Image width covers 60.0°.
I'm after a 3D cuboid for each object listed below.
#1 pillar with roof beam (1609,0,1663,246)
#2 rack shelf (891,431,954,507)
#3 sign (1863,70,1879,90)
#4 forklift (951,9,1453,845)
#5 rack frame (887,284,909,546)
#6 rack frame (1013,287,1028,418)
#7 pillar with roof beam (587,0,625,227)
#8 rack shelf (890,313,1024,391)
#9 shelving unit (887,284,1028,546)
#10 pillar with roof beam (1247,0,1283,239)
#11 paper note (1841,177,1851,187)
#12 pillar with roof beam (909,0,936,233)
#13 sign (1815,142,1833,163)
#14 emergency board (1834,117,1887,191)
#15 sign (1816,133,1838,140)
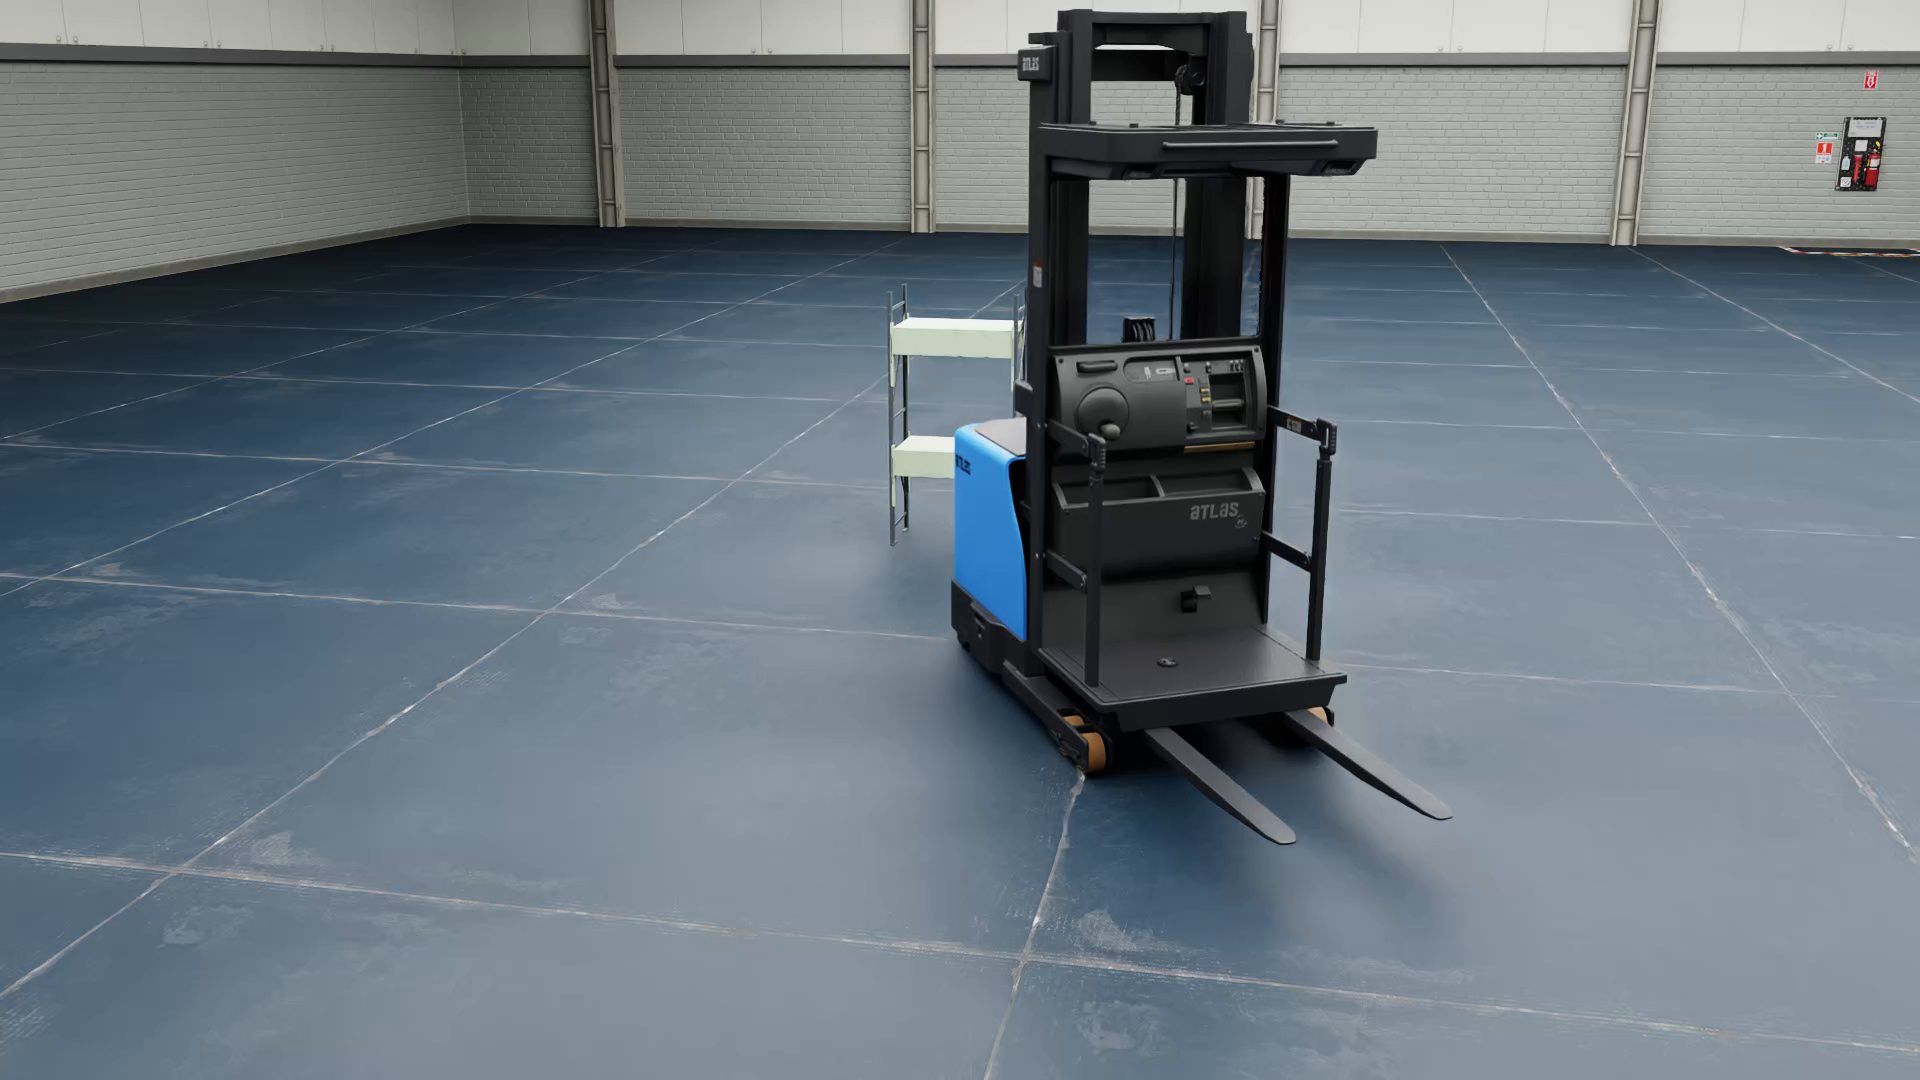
[{"bbox_3d":[10.241,-8.162,22.599,0.400,9.000,9.100,3,16,11],"label":"pillar with roof beam"},{"bbox_3d":[-0.007,-0.409,9.880,0.720,0.370,0.431,3,16,11],"label":"rack shelf"},{"bbox_3d":[14.577,-7.362,26.610,0.199,0.298,0.001,3,16,11],"label":"sign"},{"bbox_3d":[0.904,-0.601,6.671,1.130,2.935,3.031,-5,16,-18],"label":"forklift"},{"bbox_3d":[-0.365,-0.743,9.863,0.023,1.500,0.400,3,16,11],"label":"rack frame"},{"bbox_3d":[0.352,-0.704,9.723,0.023,1.500,0.400,3,16,11],"label":"rack frame"},{"bbox_3d":[-7.398,-9.119,26.056,0.400,9.000,9.100,3,16,11],"label":"pillar with roof beam"},{"bbox_3d":[-0.007,-1.099,9.689,0.720,0.370,0.431,3,16,11],"label":"rack shelf"},{"bbox_3d":[-0.007,-0.723,9.793,0.755,1.500,0.431,3,16,11],"label":"shelving unit"},{"bbox_3d":[4.362,-8.481,23.751,0.400,9.000,9.100,3,16,11],"label":"pillar with roof beam"},{"bbox_3d":[14.405,-5.822,27.040,0.142,0.148,0.016,3,16,11],"label":"paper note"},{"bbox_3d":[-1.518,-8.800,24.903,0.400,9.000,9.100,3,16,11],"label":"pillar with roof beam"},{"bbox_3d":[14.044,-6.292,27.022,0.234,0.329,0.001,3,16,11],"label":"sign"},{"bbox_3d":[14.565,-6.219,26.823,0.643,1.169,0.194,3,16,11],"label":"emergency board"},{"bbox_3d":[14.046,-6.545,26.942,0.331,0.109,0.001,3,16,11],"label":"sign"}]
